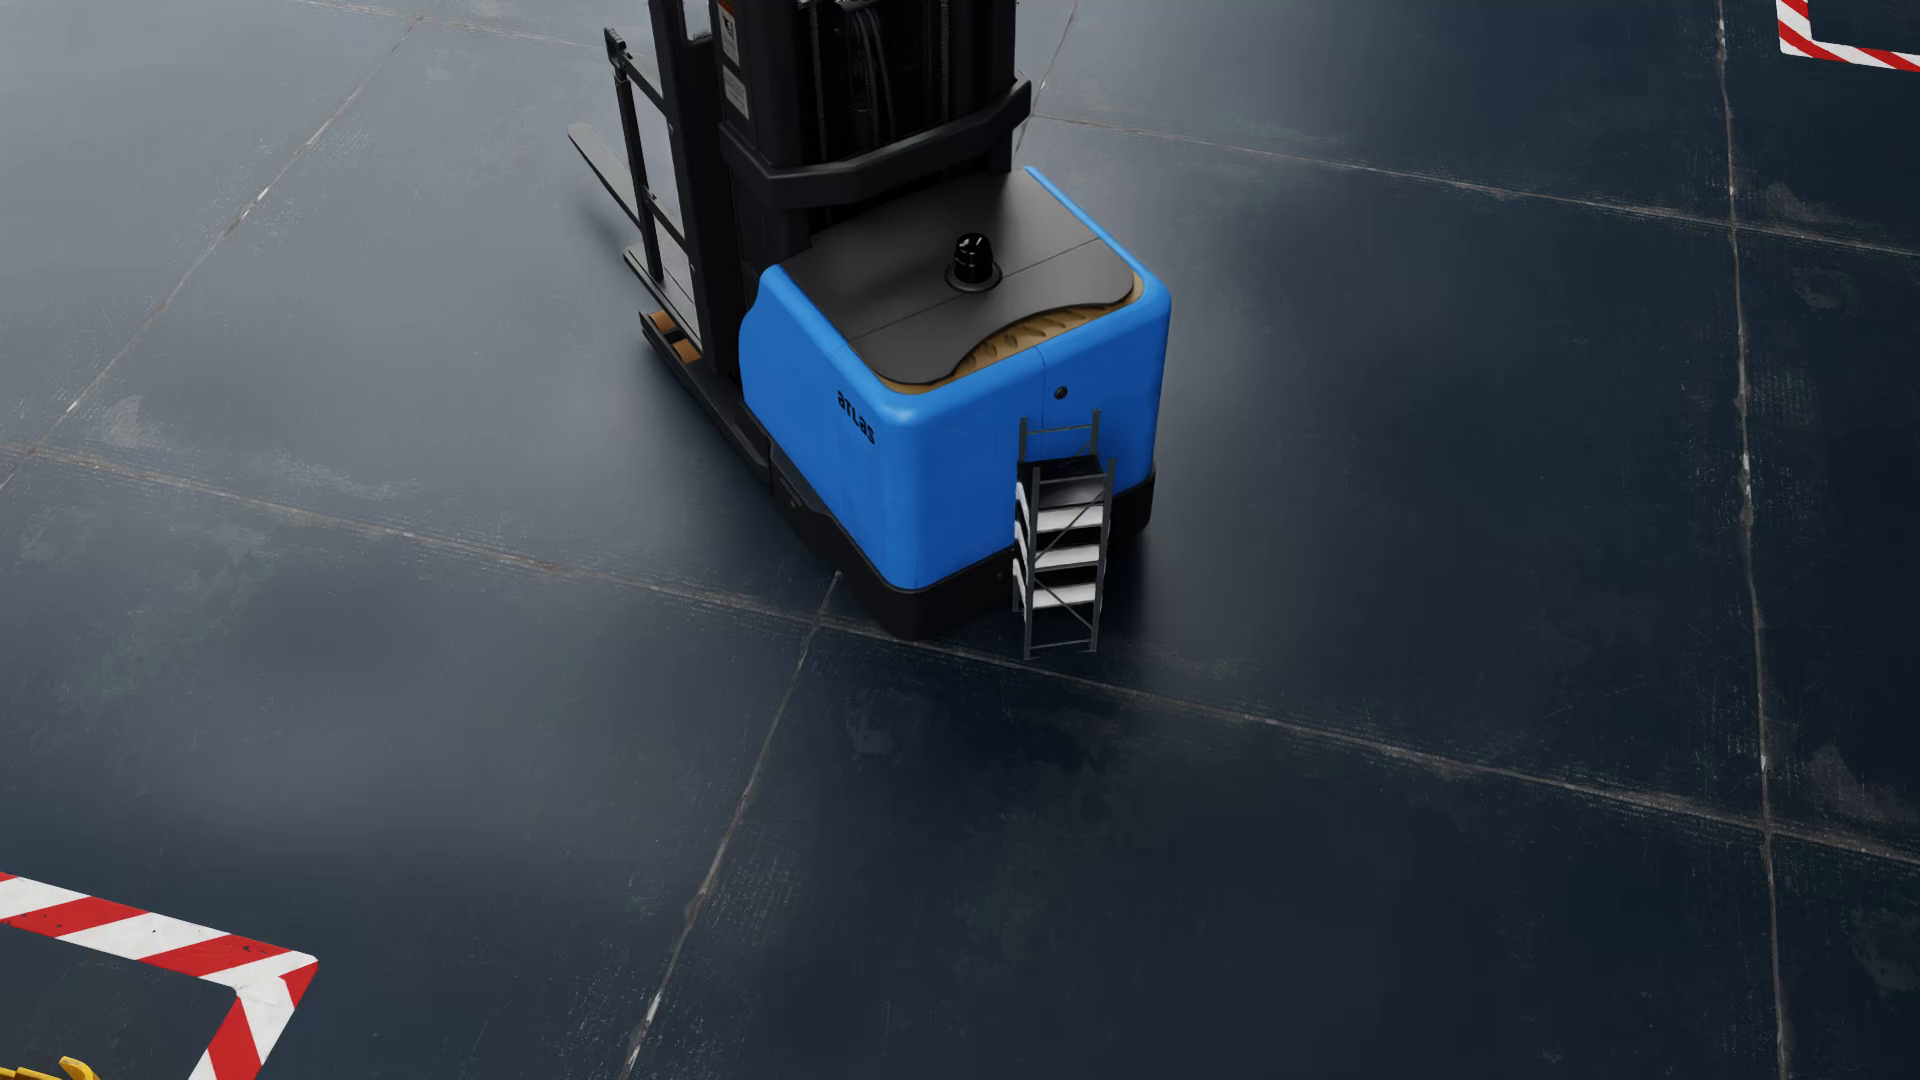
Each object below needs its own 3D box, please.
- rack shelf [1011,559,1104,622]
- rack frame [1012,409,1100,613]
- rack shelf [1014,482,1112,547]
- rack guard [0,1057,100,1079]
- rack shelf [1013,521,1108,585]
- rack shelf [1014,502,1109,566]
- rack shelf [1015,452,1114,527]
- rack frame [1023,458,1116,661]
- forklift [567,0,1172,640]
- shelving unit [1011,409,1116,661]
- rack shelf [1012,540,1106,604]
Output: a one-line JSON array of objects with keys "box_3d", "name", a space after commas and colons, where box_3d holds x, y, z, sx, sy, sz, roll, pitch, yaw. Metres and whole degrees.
[{"box_3d": [0.309, 0.145, 5.306, 0.258, 0.077, 0.200, -7, 49, -6], "name": "rack shelf"}, {"box_3d": [0.293, -0.071, 5.213, 0.240, 0.900, 0.006, -7, 49, -6], "name": "rack frame"}, {"box_3d": [0.310, -0.093, 5.036, 0.258, 0.077, 0.200, -7, 49, -6], "name": "rack shelf"}, {"box_3d": [-2.651, 1.437, 4.149, 1.175, 0.500, 0.348, 12, 50, 10], "name": "rack guard"}, {"box_3d": [0.309, 0.026, 5.171, 0.258, 0.077, 0.200, -7, 49, -6], "name": "rack shelf"}, {"box_3d": [0.310, -0.034, 5.104, 0.258, 0.077, 0.200, -7, 49, -6], "name": "rack shelf"}, {"box_3d": [0.310, -0.153, 4.969, 0.258, 0.077, 0.200, -7, 49, -6], "name": "rack shelf"}, {"box_3d": [0.326, 0.079, 5.080, 0.240, 0.900, 0.006, -7, 49, -6], "name": "rack frame"}, {"box_3d": [-0.558, -1.737, 5.328, 1.130, 2.935, 3.031, -25, 53, -21], "name": "forklift"}, {"box_3d": [0.309, 0.004, 5.146, 0.258, 0.900, 0.210, -7, 49, -6], "name": "shelving unit"}, {"box_3d": [0.309, 0.085, 5.239, 0.258, 0.077, 0.200, -7, 49, -6], "name": "rack shelf"}]
